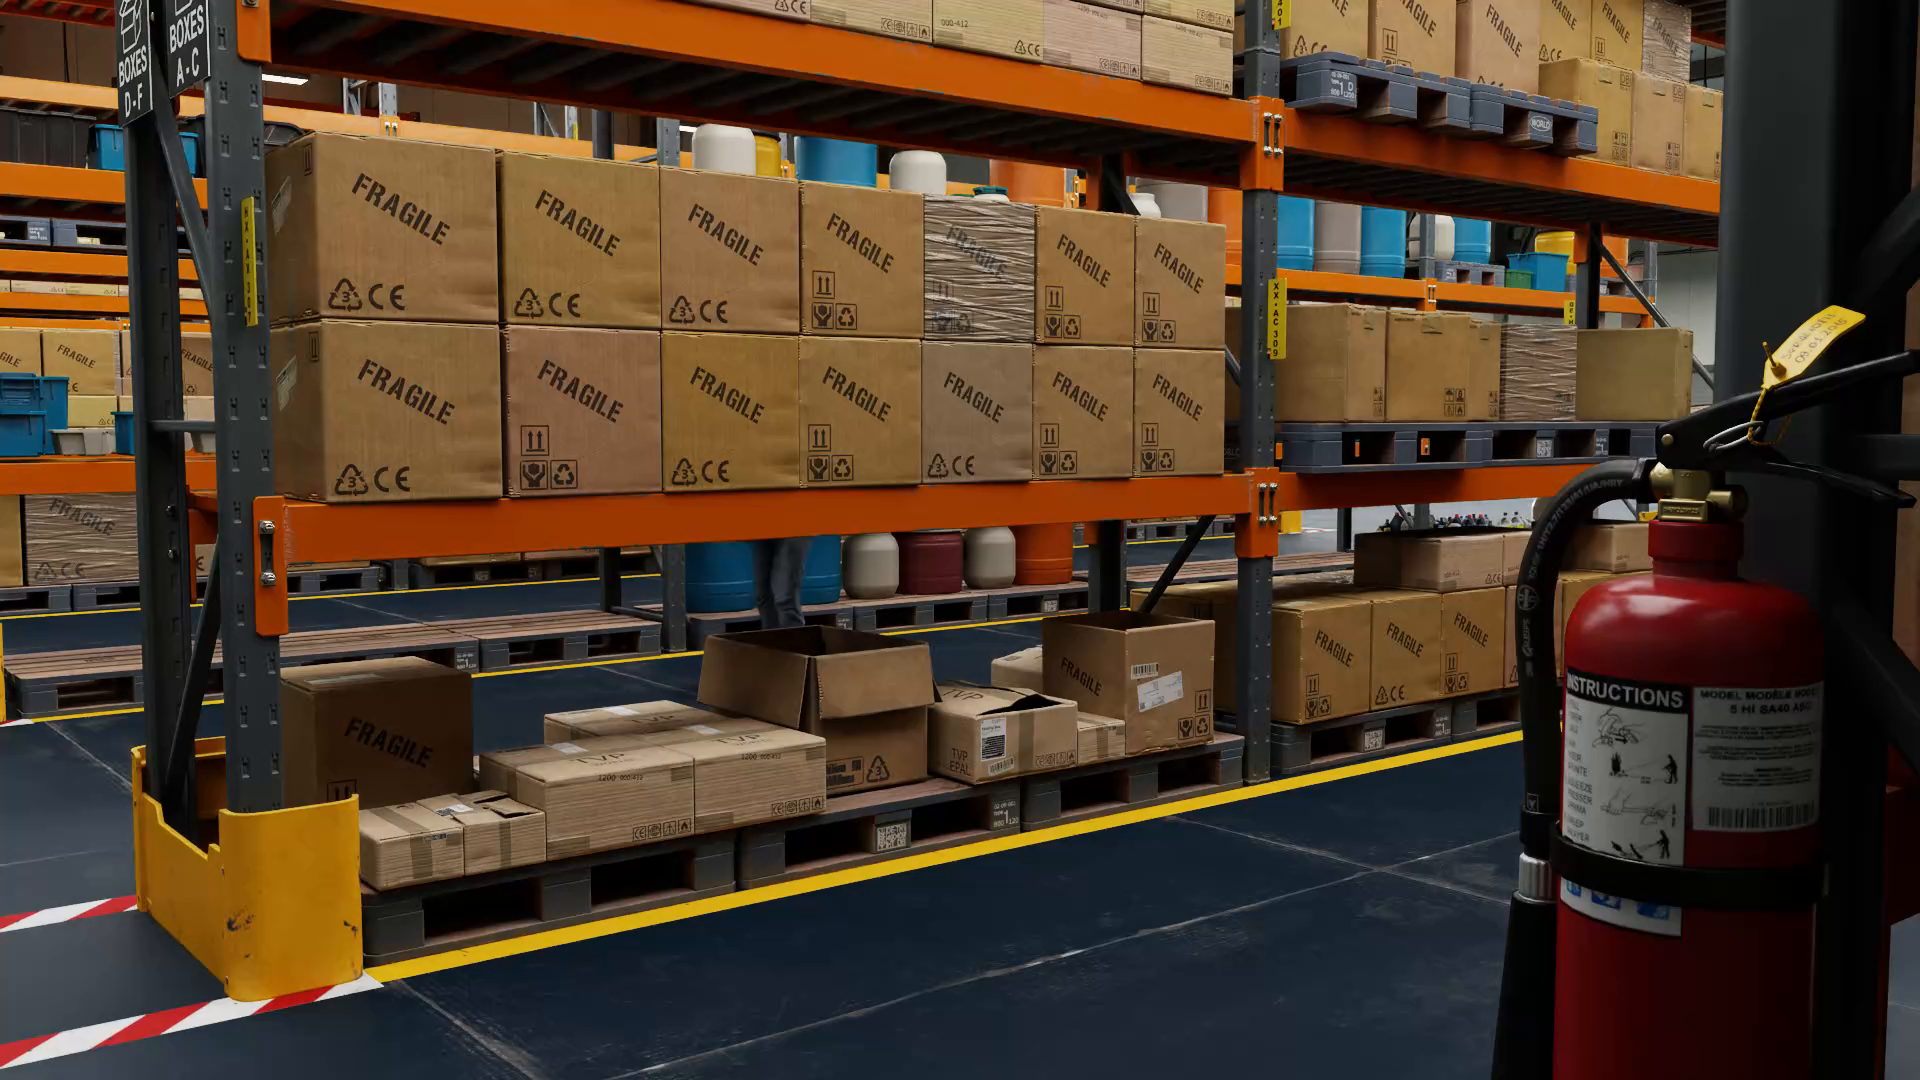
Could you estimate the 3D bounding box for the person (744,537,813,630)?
[{"bbox_3d":[-10.737,-4.161,15.993,6.697,9.001,23.319,-4,6,-40],"label":"person"}]
